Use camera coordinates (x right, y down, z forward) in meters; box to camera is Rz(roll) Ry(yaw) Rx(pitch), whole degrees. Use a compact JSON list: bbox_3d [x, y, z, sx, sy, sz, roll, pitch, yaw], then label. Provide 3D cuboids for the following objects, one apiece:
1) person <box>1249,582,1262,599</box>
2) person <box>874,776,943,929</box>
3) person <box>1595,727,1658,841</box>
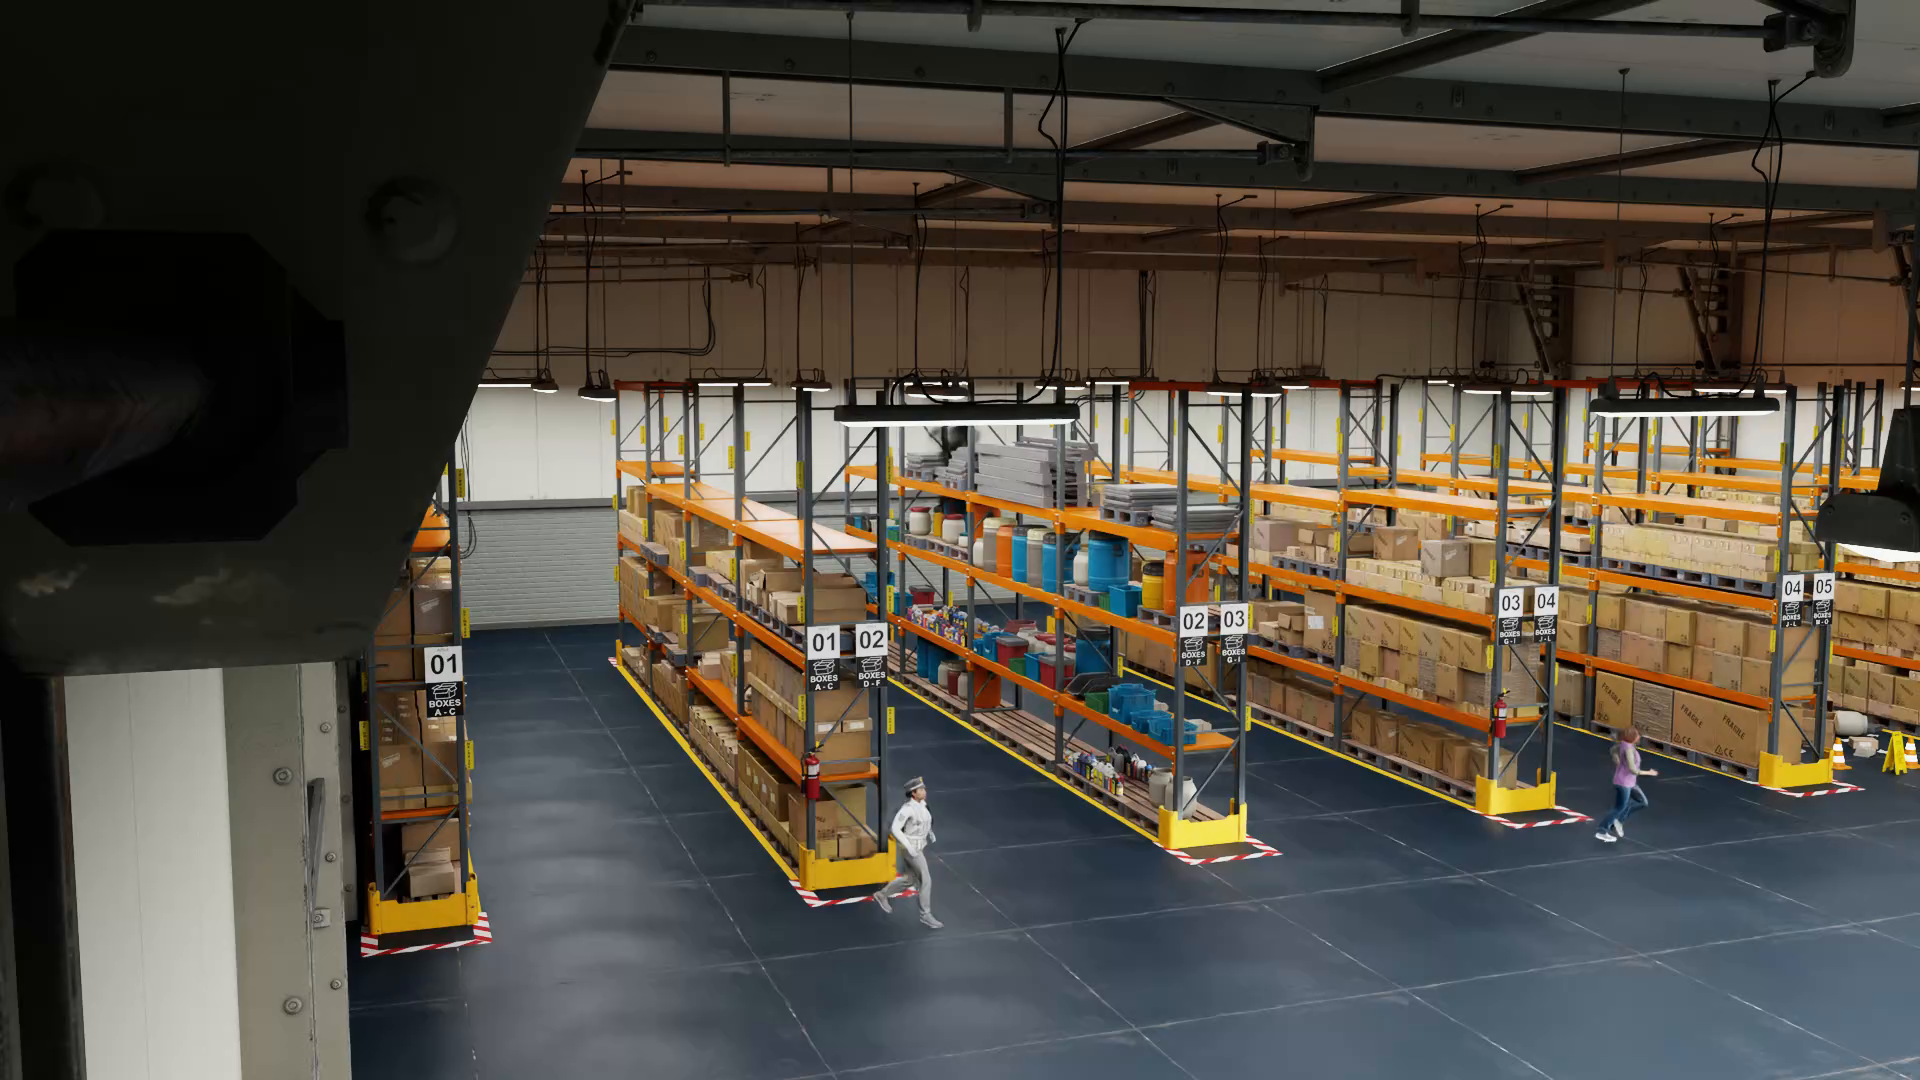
[{"bbox_3d":[7.344,1.172,41.345,0.605,1.635,0.658,2,6,16],"label":"person"},{"bbox_3d":[-0.577,3.498,18.831,0.839,1.707,0.630,2,6,15],"label":"person"},{"bbox_3d":[8.825,3.221,22.007,0.747,1.554,0.563,2,6,21],"label":"person"}]
